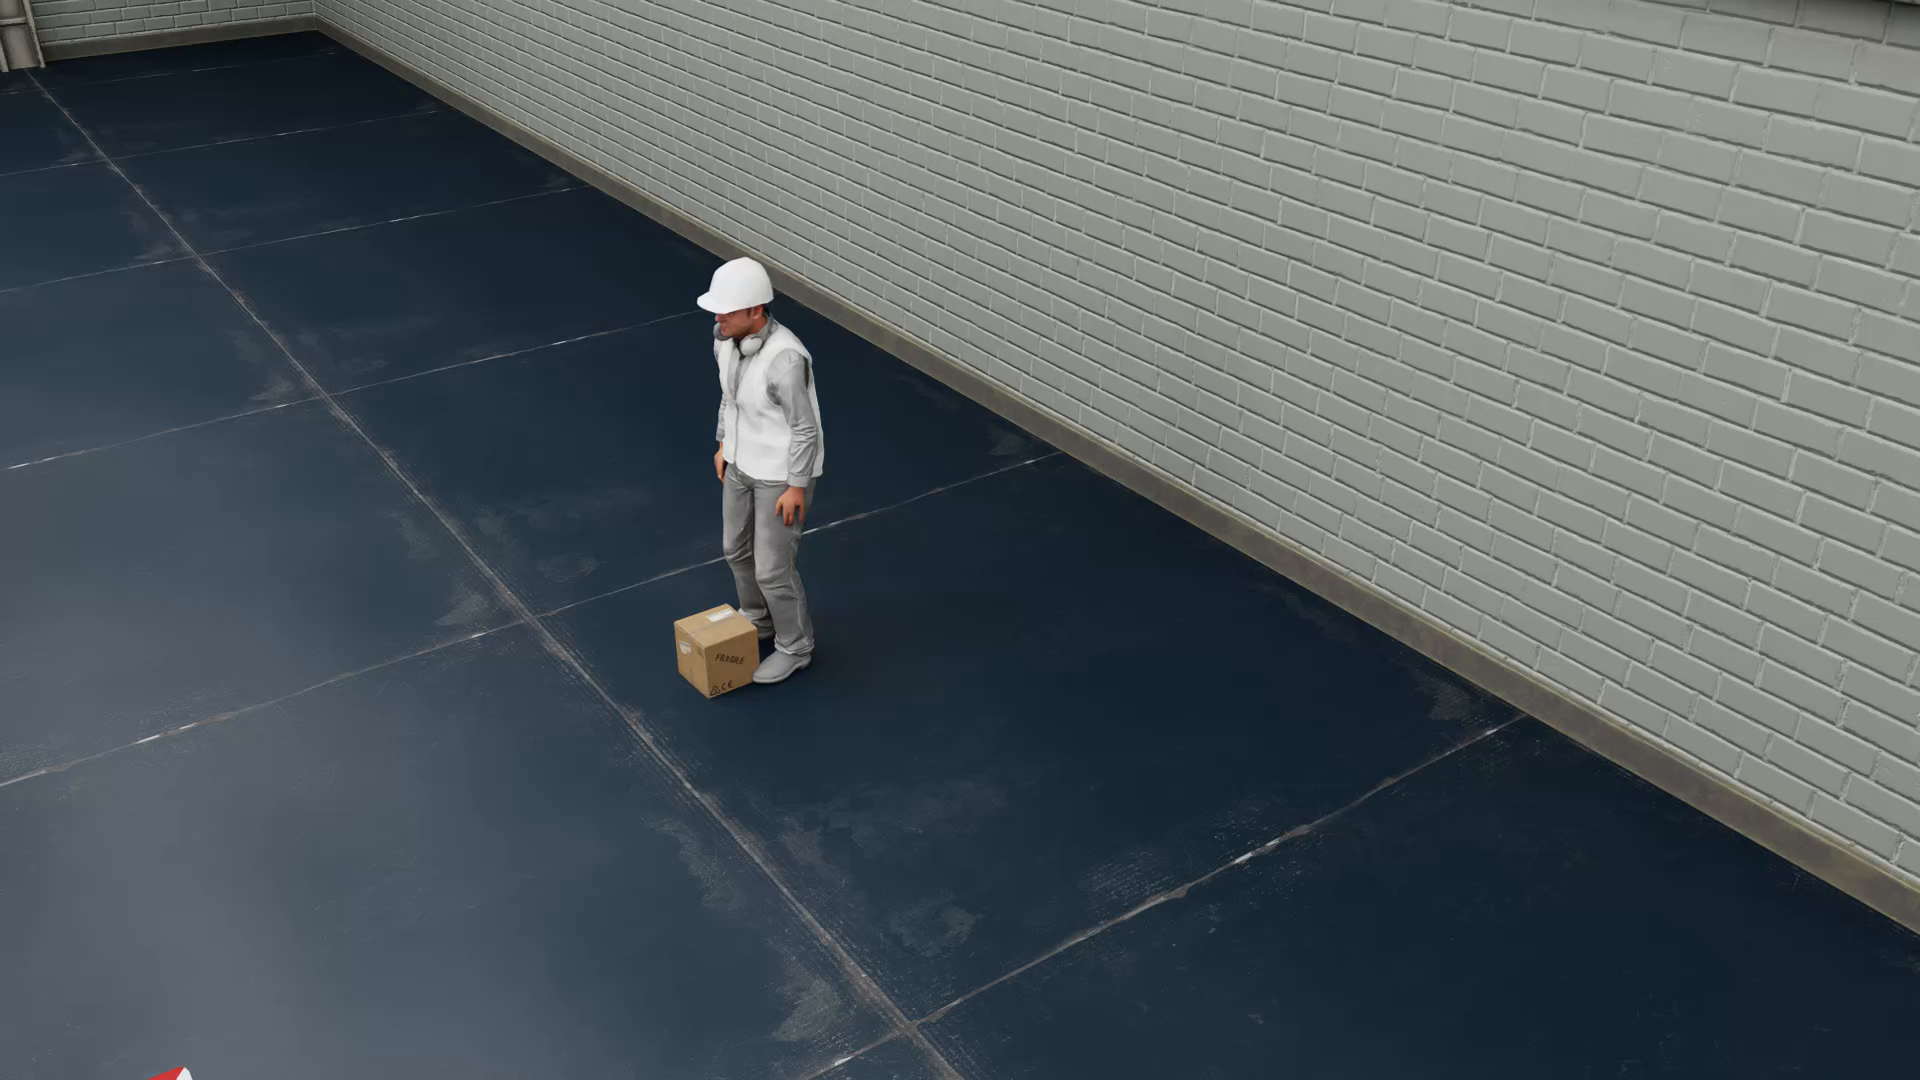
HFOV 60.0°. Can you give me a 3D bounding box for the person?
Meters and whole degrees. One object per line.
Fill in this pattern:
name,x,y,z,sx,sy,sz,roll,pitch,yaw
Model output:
person,-0.786,-0.287,6.628,0.465,1.769,0.581,-21,35,-33
